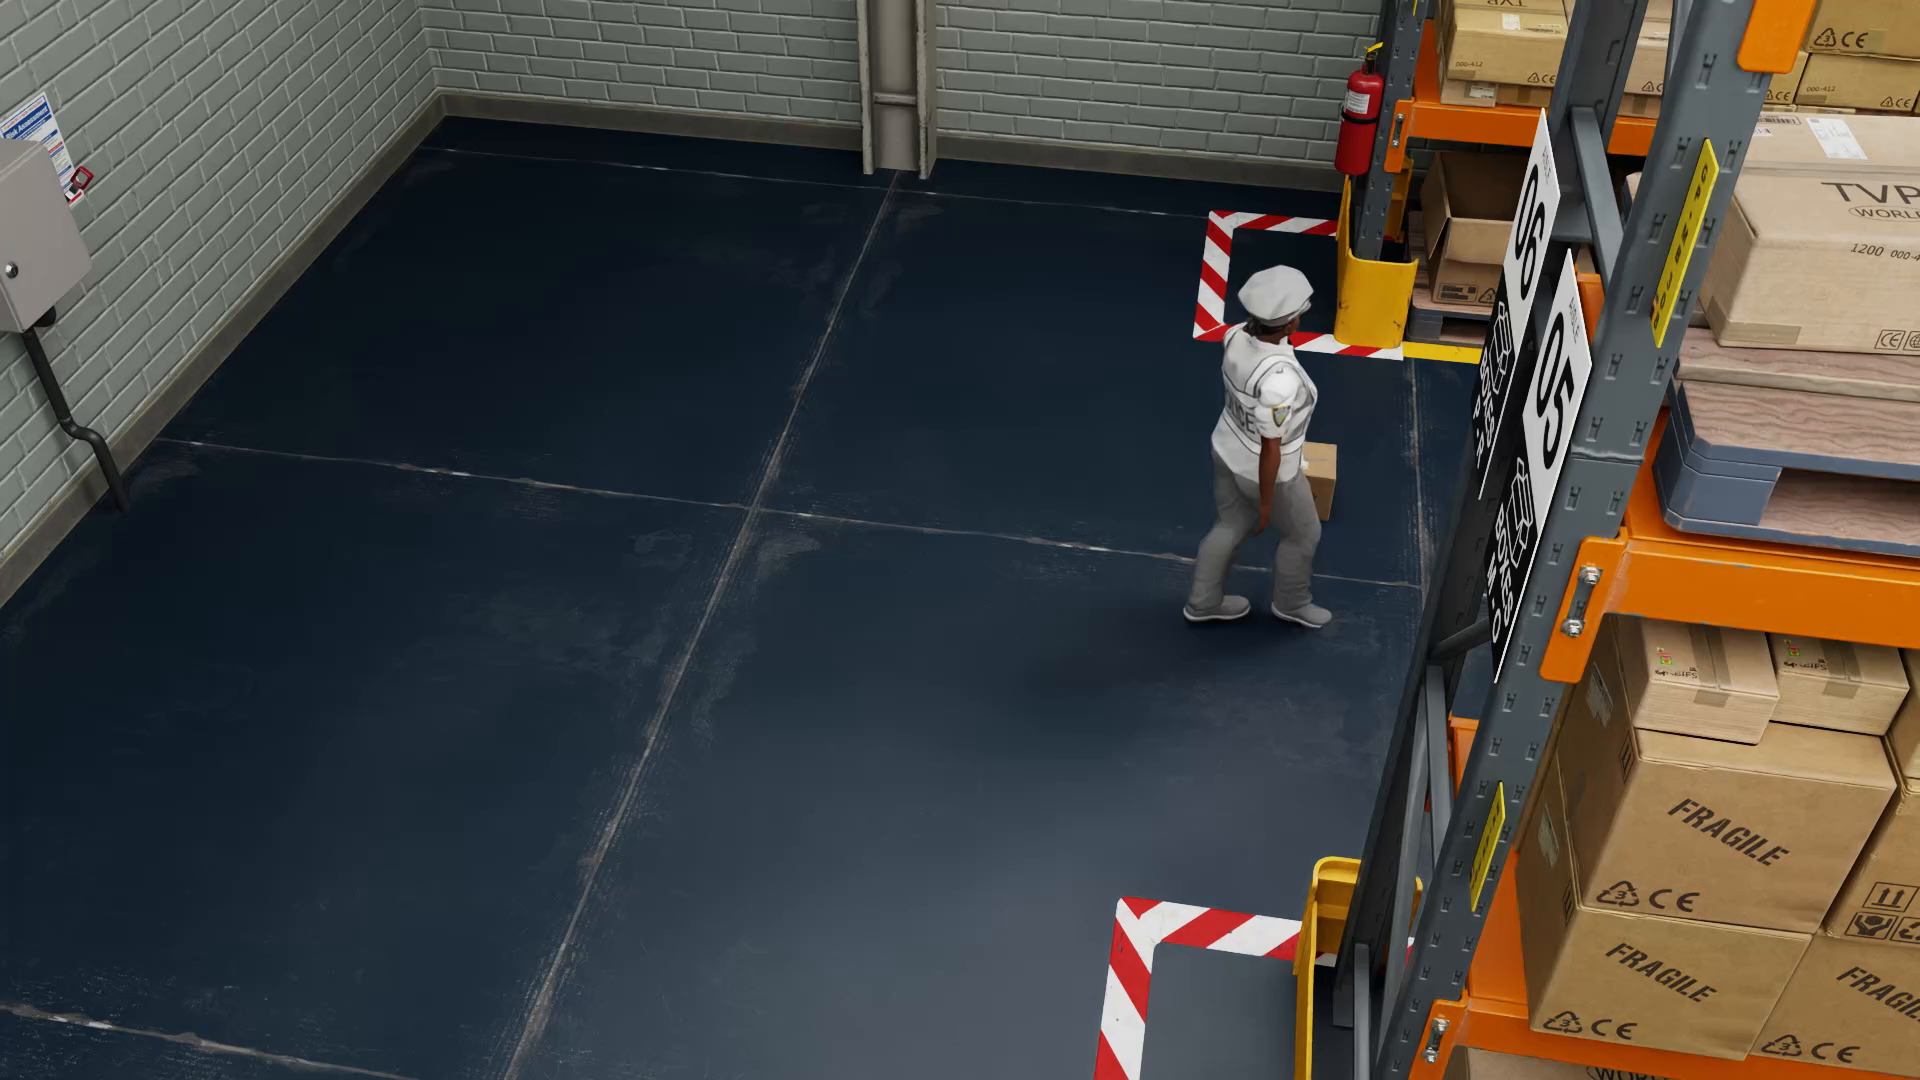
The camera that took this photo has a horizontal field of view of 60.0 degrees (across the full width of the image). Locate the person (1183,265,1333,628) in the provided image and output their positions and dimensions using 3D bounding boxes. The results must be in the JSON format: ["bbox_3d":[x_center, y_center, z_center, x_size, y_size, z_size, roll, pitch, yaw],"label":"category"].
[{"bbox_3d":[1.249,-0.318,6.530,0.610,1.718,0.505,-14,43,-16],"label":"person"}]
